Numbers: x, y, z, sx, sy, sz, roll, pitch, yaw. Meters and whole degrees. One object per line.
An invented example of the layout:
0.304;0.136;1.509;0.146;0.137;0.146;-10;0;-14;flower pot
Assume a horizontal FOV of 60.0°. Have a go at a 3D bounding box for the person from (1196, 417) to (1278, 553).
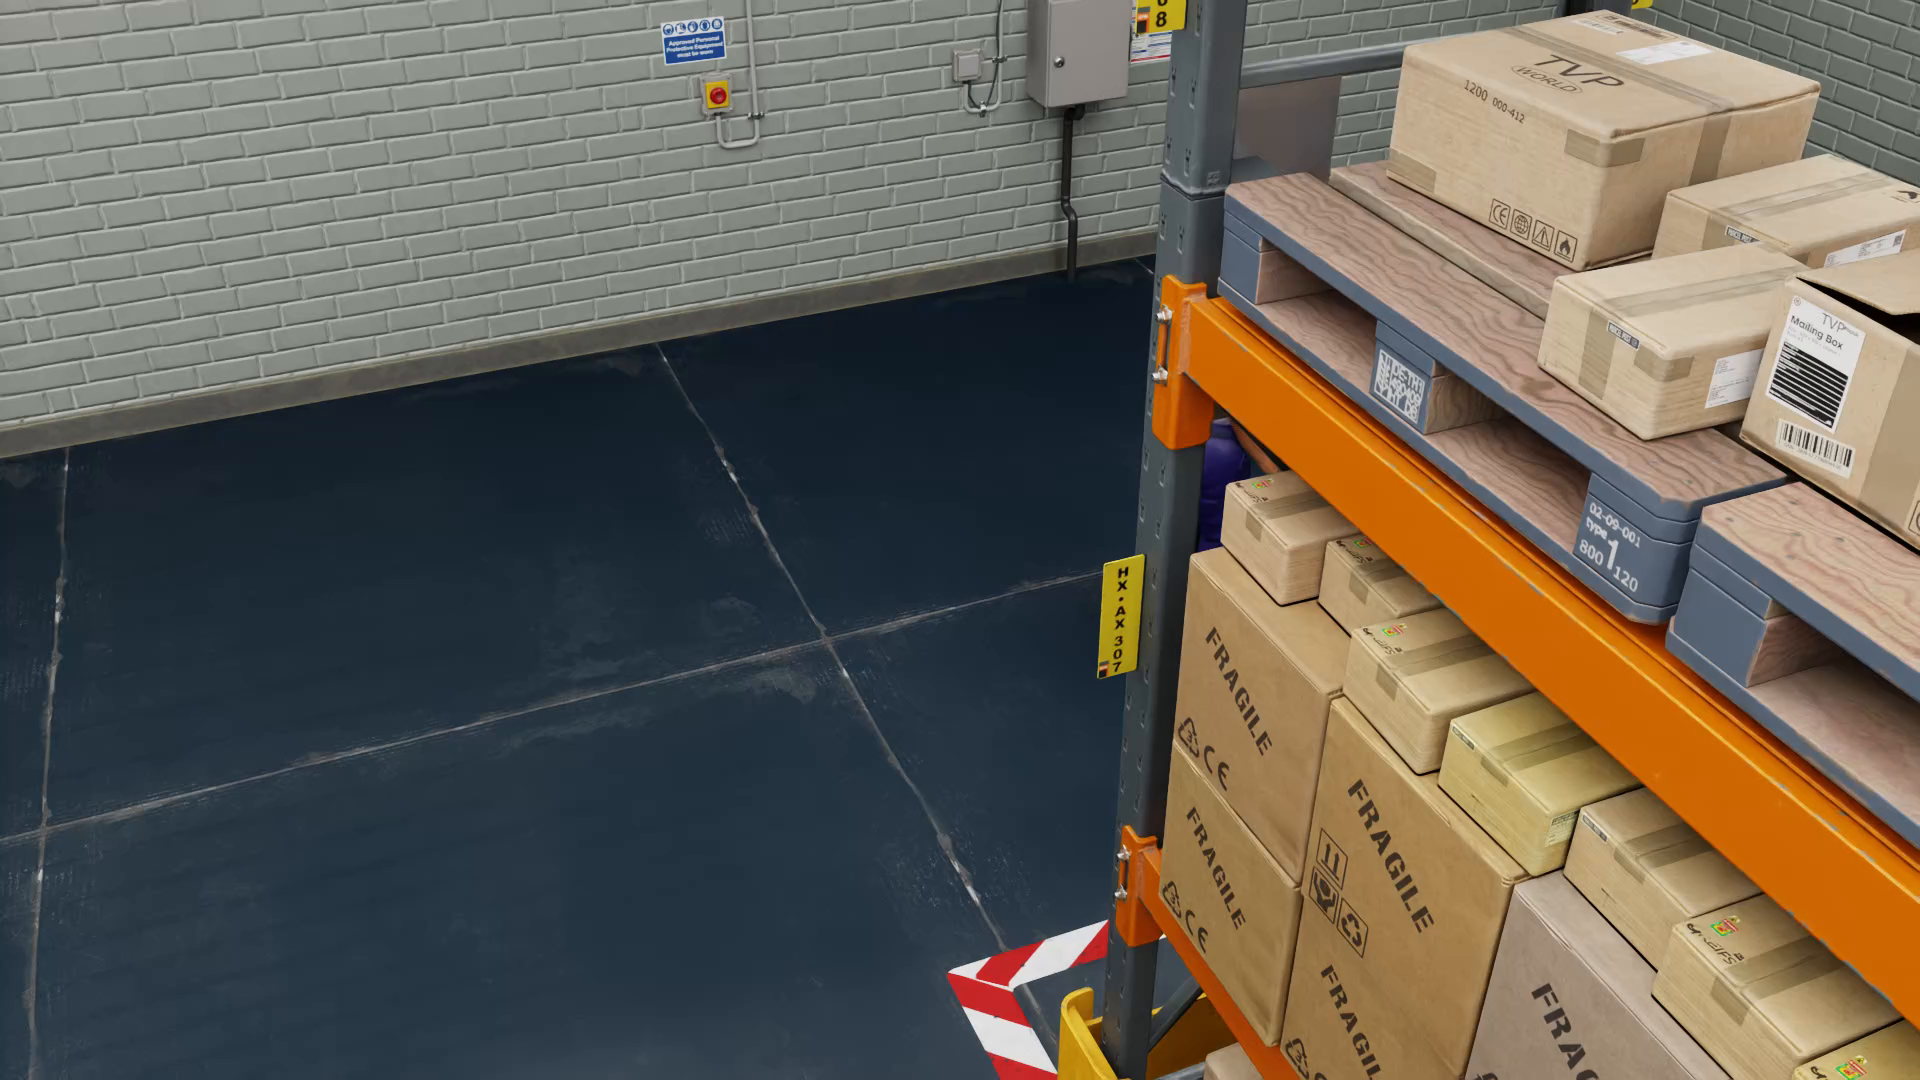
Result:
1.028;-0.359;6.682;0.423;1.668;0.487;-13;36;-18;person
